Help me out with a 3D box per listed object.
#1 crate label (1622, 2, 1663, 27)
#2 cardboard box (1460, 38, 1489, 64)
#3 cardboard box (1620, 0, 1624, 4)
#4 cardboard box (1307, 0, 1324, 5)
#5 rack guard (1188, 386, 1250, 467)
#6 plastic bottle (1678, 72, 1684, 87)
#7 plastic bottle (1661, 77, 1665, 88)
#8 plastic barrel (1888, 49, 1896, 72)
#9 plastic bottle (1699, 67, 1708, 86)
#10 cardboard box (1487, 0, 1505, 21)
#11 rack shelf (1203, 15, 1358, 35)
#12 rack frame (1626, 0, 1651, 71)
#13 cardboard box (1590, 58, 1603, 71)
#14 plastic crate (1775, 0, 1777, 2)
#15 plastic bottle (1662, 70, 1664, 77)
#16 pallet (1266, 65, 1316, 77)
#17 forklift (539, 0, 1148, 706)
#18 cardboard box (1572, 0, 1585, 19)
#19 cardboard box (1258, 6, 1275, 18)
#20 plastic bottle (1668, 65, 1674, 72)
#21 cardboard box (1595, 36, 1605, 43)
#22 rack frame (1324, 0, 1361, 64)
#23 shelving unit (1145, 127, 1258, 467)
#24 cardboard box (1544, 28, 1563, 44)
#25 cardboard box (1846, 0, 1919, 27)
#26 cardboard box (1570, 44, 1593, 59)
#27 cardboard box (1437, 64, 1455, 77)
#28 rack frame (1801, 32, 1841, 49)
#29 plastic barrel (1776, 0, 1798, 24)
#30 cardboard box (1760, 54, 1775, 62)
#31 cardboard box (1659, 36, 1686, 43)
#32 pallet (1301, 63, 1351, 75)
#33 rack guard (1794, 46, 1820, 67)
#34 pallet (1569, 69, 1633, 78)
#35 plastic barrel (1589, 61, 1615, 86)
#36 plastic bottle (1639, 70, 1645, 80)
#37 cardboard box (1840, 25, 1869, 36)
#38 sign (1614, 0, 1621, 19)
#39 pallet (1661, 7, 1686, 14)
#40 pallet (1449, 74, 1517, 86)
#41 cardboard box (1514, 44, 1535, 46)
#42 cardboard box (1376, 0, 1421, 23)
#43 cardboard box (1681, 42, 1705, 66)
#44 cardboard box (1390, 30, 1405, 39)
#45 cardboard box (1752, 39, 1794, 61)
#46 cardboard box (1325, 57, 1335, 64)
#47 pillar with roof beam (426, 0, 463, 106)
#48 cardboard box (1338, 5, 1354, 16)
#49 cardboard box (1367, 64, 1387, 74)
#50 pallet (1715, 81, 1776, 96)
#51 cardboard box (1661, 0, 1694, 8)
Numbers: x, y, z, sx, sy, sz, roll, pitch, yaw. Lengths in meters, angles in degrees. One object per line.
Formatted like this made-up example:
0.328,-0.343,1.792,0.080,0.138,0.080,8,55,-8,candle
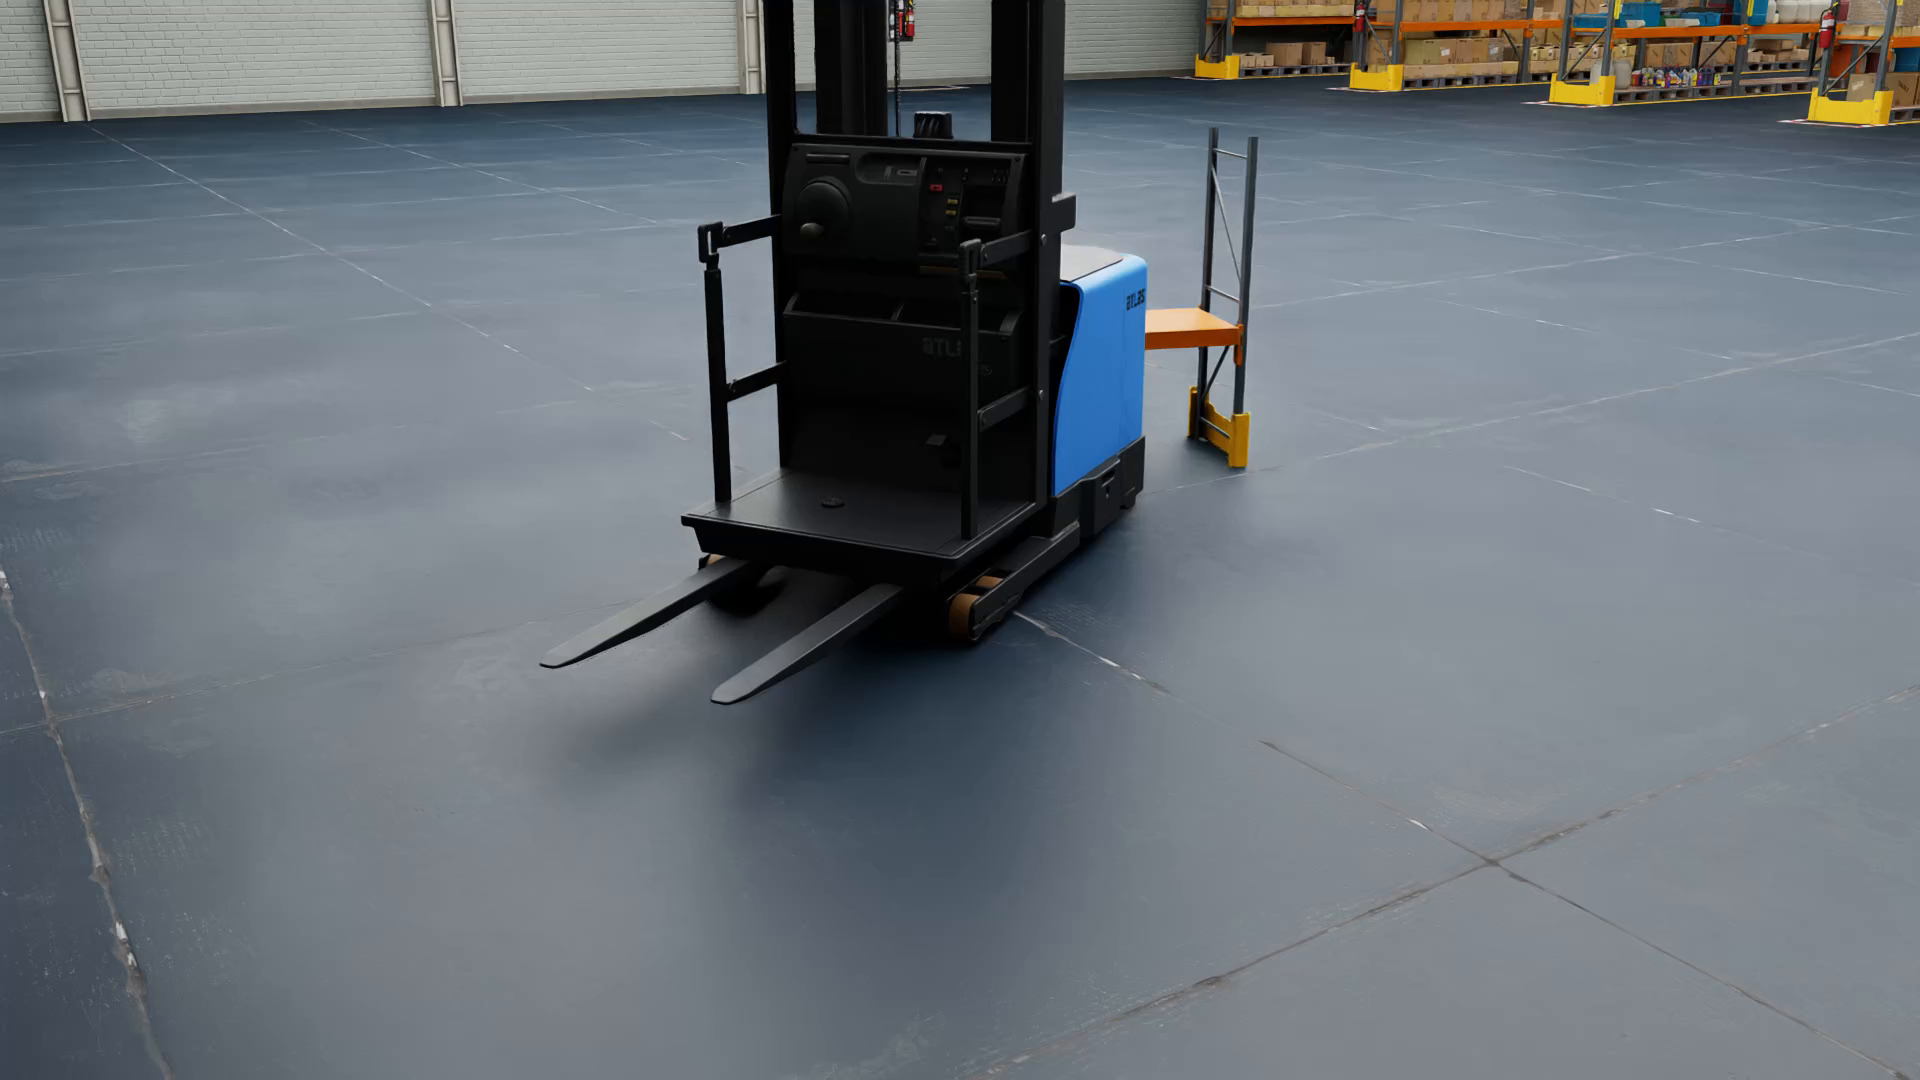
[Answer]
12.645,-9.764,30.888,0.616,0.435,0.502,-12,22,-31,crate label
10.770,-10.318,35.049,0.500,0.500,0.500,-12,22,-31,cardboard box
17.507,-14.606,44.795,0.700,0.700,0.980,-13,23,-34,cardboard box
8.084,-12.658,38.534,0.500,0.500,0.500,-13,22,-33,cardboard box
1.237,-0.550,7.982,0.087,0.250,0.587,-5,19,-13,rack guard
13.481,-8.616,31.121,0.097,0.271,0.097,0,19,0,plastic bottle
13.029,-8.488,30.850,0.097,0.201,0.097,0,19,0,plastic bottle
19.703,-10.193,35.441,0.421,0.512,0.421,0,19,0,plastic barrel
14.058,-8.785,31.495,0.185,0.351,0.144,-13,23,-34,plastic bottle
11.072,-11.254,35.193,0.500,0.500,0.700,-12,22,-32,cardboard box
7.478,-12.012,38.716,4.000,0.370,1.077,-12,22,-31,rack shelf
15.217,-12.086,37.810,0.127,3.000,1.000,-12,22,-31,rack frame
14.062,-10.644,37.185,0.500,0.250,0.500,-11,22,-30,cardboard box
16.420,-10.588,33.278,0.583,0.464,0.402,-12,22,-31,plastic crate
13.435,-8.871,31.874,0.097,0.271,0.097,0,19,0,plastic bottle
7.587,-11.040,39.072,1.213,0.211,1.003,-12,22,-31,pallet
-0.301,-1.199,5.714,1.130,2.935,3.031,9,21,24,forklift
13.385,-11.740,36.632,0.500,0.500,0.500,-12,22,-31,cardboard box
6.816,-12.036,37.864,0.500,0.250,0.500,-13,22,-33,cardboard box
13.695,-8.978,32.066,0.185,0.351,0.144,-11,22,-30,plastic bottle
16.933,-13.321,44.712,0.500,0.500,0.700,-12,22,-32,cardboard box
9.149,-12.705,39.643,0.127,3.000,1.000,-12,22,-31,rack frame
0.754,-1.104,7.669,1.083,1.500,0.587,-5,19,-13,shelving unit
15.359,-13.146,43.646,0.750,0.750,0.750,-12,22,-31,cardboard box
14.455,-8.304,26.003,0.500,0.500,0.875,-12,22,-31,cardboard box
13.642,-10.820,36.829,0.500,0.311,0.500,-11,22,-30,cardboard box
9.939,-9.785,34.642,0.500,0.250,0.500,-12,22,-31,cardboard box
21.898,-13.495,41.978,0.127,3.000,1.000,-12,22,-31,rack frame
16.130,-10.359,32.490,0.433,0.535,0.433,0,19,0,plastic barrel
19.744,-11.827,40.783,0.250,0.166,0.380,-12,22,-31,cardboard box
16.766,-11.885,39.261,0.500,0.250,0.500,-12,22,-32,cardboard box
8.607,-11.257,39.712,1.213,0.211,1.003,-12,22,-31,pallet
21.835,-12.297,42.338,0.348,0.500,1.175,-12,22,-31,rack guard
14.508,-10.630,37.858,1.213,0.211,1.003,-12,22,-31,pallet
11.764,-8.508,30.455,0.421,0.512,0.421,0,19,0,plastic barrel
12.891,-8.771,31.572,0.135,0.276,0.152,-13,22,-33,plastic bottle
14.105,-8.012,26.154,0.250,0.149,0.380,-12,22,-31,cardboard box
11.556,-9.334,29.239,0.005,0.325,0.100,-12,22,-31,sign
16.839,-12.338,38.857,1.213,0.211,1.003,-12,22,-31,pallet
11.189,-9.931,35.791,1.213,0.211,1.003,-12,22,-31,pallet
12.488,-10.784,36.723,0.500,0.311,0.500,-11,22,-30,cardboard box
8.933,-10.803,33.859,0.500,0.500,0.700,-12,22,-31,cardboard box
17.043,-11.388,38.961,0.500,0.500,0.500,-13,23,-33,cardboard box
10.553,-12.390,40.755,0.500,0.250,0.500,-13,22,-33,cardboard box
20.124,-12.148,41.206,0.637,0.503,0.797,-12,22,-31,cardboard box
8.718,-11.469,39.724,0.250,0.166,0.380,-16,24,-38,cardboard box
-6.749,-10.875,24.863,0.400,9.000,9.100,-12,22,-31,pillar with roof beam
8.920,-12.479,39.177,0.500,0.250,0.500,-12,22,-31,cardboard box
8.821,-9.746,34.528,0.500,0.250,0.500,-12,22,-31,cardboard box
15.232,-8.883,32.691,1.213,0.211,1.003,-12,22,-31,pallet
16.550,-12.583,38.469,0.500,0.500,0.700,-8,20,-21,cardboard box
